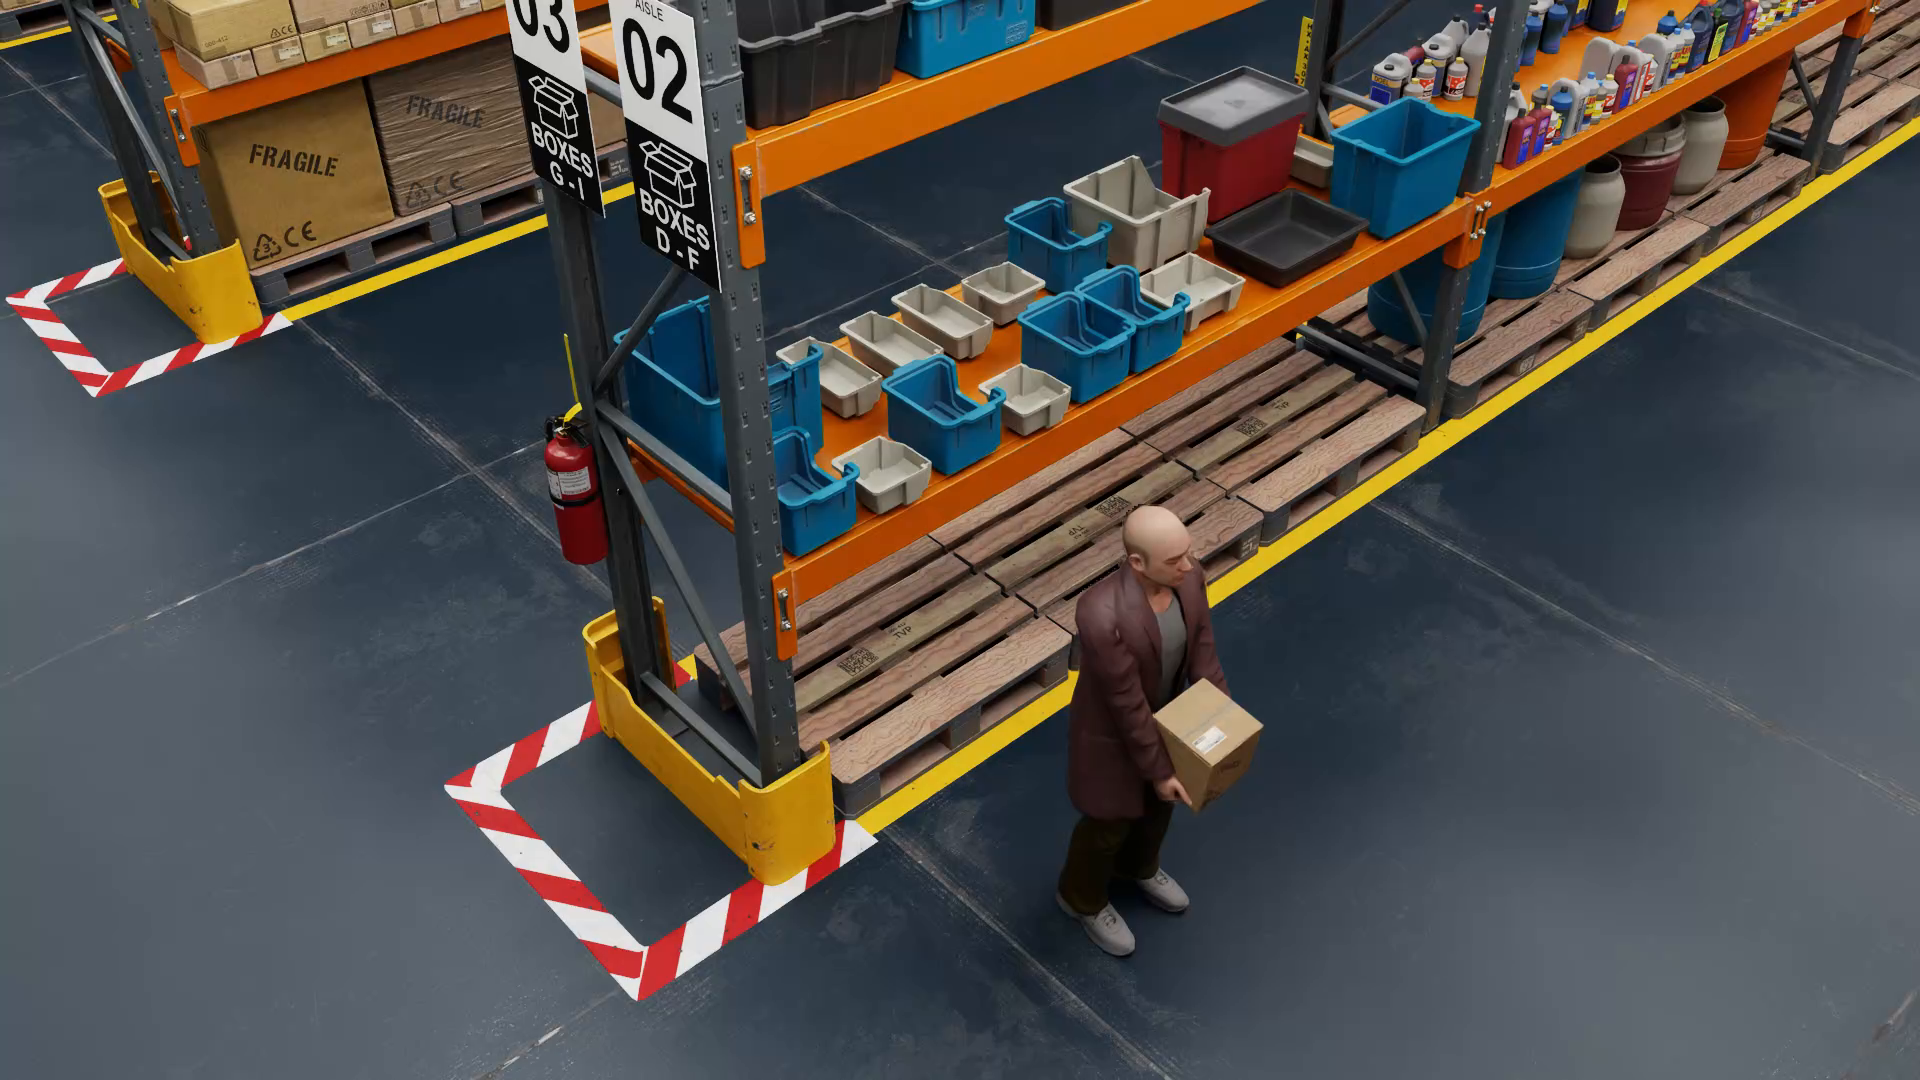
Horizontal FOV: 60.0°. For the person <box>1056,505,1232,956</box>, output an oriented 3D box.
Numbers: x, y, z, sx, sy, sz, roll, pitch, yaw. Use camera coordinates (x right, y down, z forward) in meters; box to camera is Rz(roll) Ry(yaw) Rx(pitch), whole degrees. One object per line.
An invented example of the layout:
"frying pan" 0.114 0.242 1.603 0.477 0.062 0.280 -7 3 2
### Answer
"person" 0.627 0.654 5.409 0.529 1.779 0.559 -31 48 -32
